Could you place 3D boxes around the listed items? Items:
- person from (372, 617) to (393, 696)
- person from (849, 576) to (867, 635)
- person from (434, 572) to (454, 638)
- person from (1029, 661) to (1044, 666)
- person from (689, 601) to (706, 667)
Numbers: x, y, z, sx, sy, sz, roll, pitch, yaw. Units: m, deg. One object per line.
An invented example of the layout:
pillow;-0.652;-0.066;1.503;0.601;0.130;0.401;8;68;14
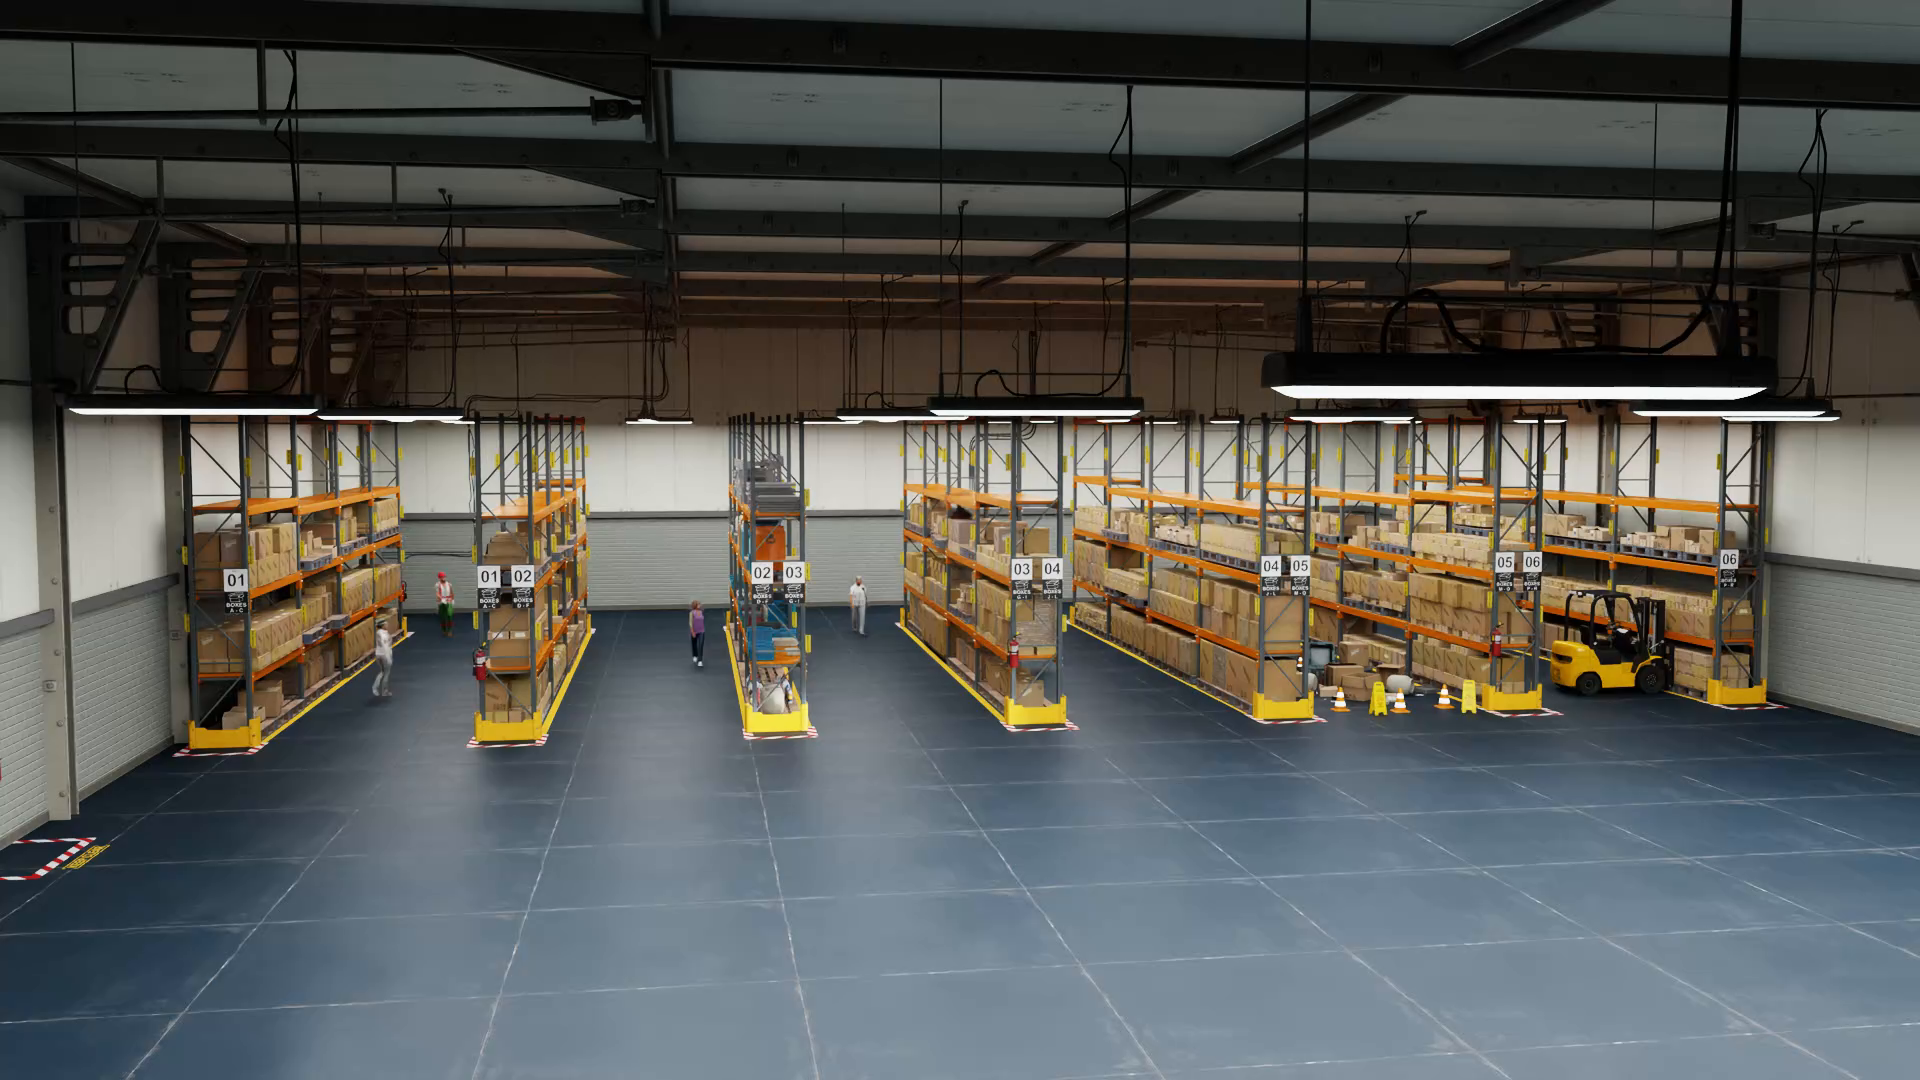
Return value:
person;-12.210;2.473;35.202;0.477;1.684;0.460;2;4;28
person;-2.804;1.795;45.895;0.500;1.621;0.929;0;4;-5
person;-14.058;1.750;45.358;0.539;1.767;0.829;-2;4;-21
person;1.833;2.060;39.091;0.528;1.762;0.591;1;4;15
person;-6.308;2.234;39.938;0.390;1.531;0.823;-1;4;-9
